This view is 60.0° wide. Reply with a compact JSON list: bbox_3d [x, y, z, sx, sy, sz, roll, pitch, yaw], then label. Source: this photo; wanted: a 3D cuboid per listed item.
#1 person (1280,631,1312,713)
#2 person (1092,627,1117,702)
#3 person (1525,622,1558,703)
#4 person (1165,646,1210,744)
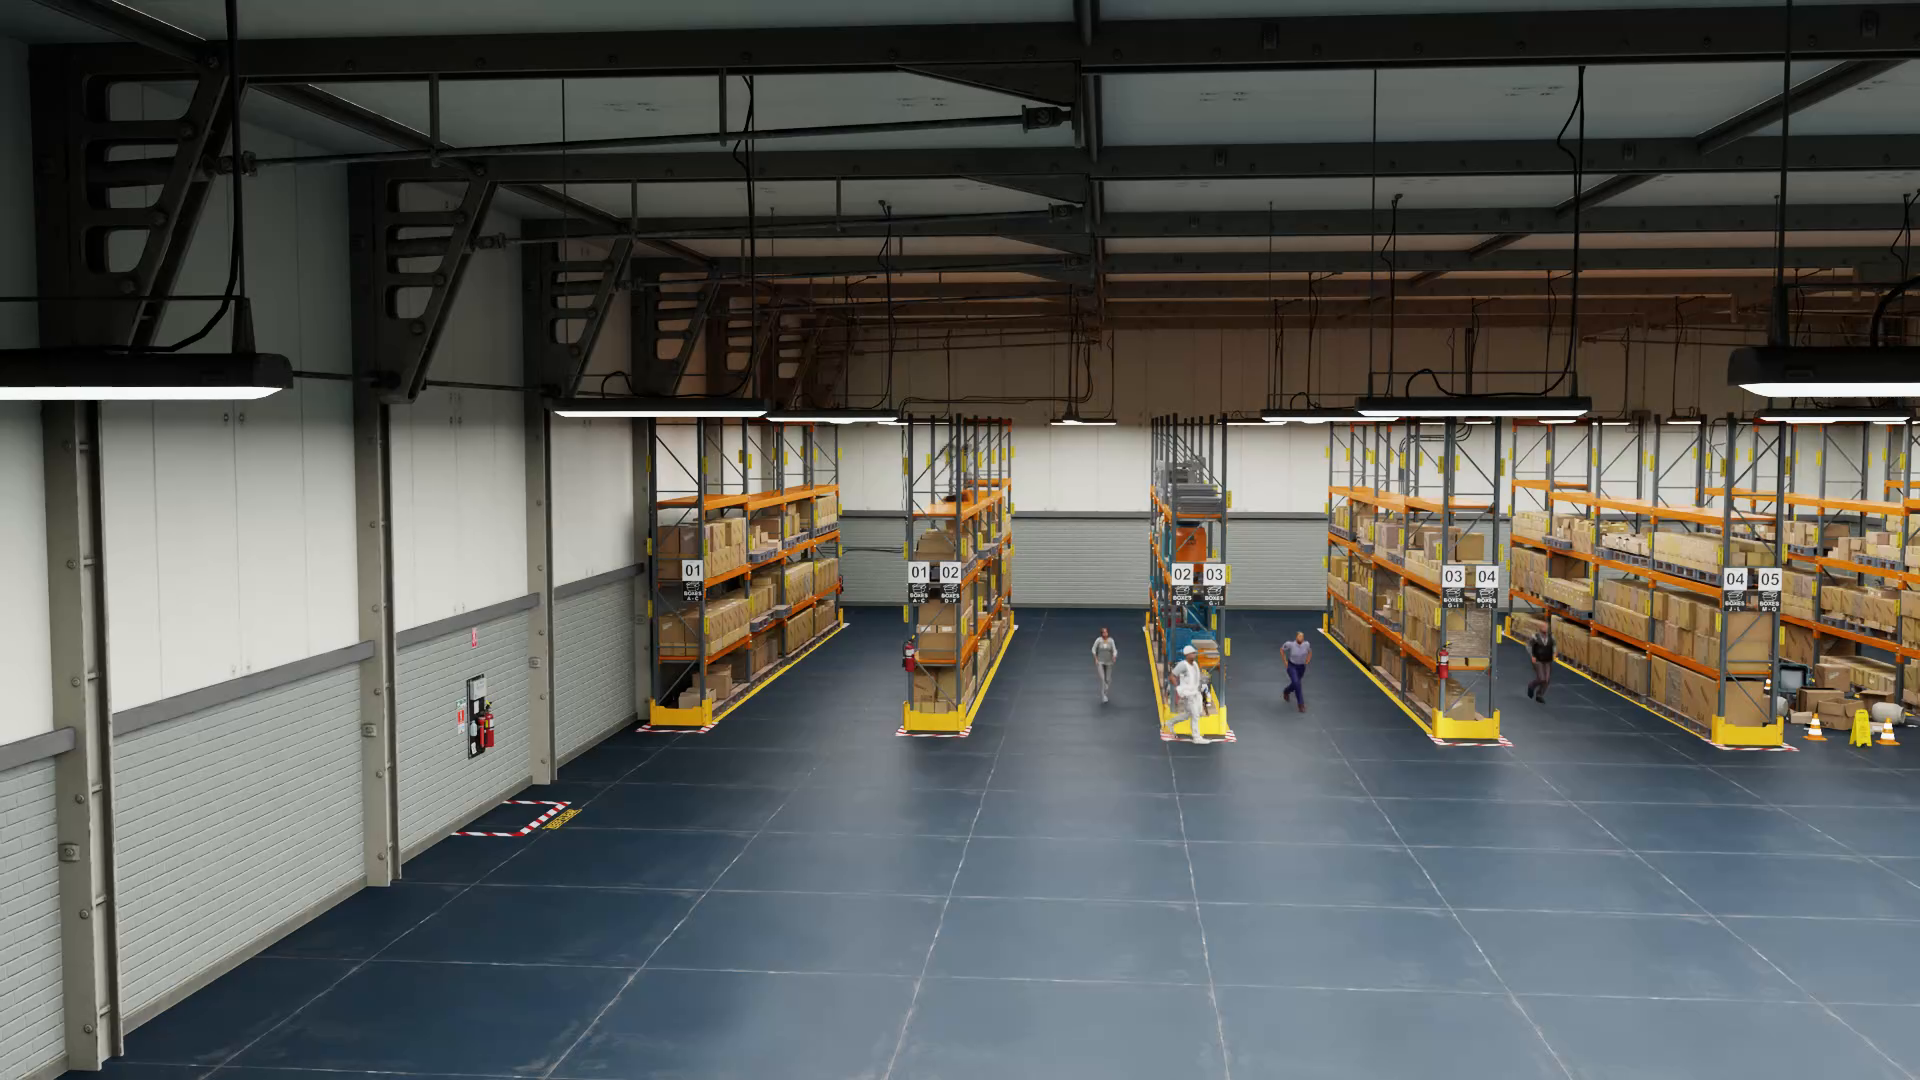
[{"bbox_3d":[6.836,2.646,33.880,0.609,1.652,1.041,-1,4,-17],"label":"person"},{"bbox_3d":[3.039,2.596,35.073,0.524,1.559,0.682,0,4,1],"label":"person"},{"bbox_3d":[12.172,2.550,34.696,0.651,1.693,0.608,0,4,-4],"label":"person"},{"bbox_3d":[4.115,2.792,30.167,0.927,1.766,0.688,2,5,32],"label":"person"}]
